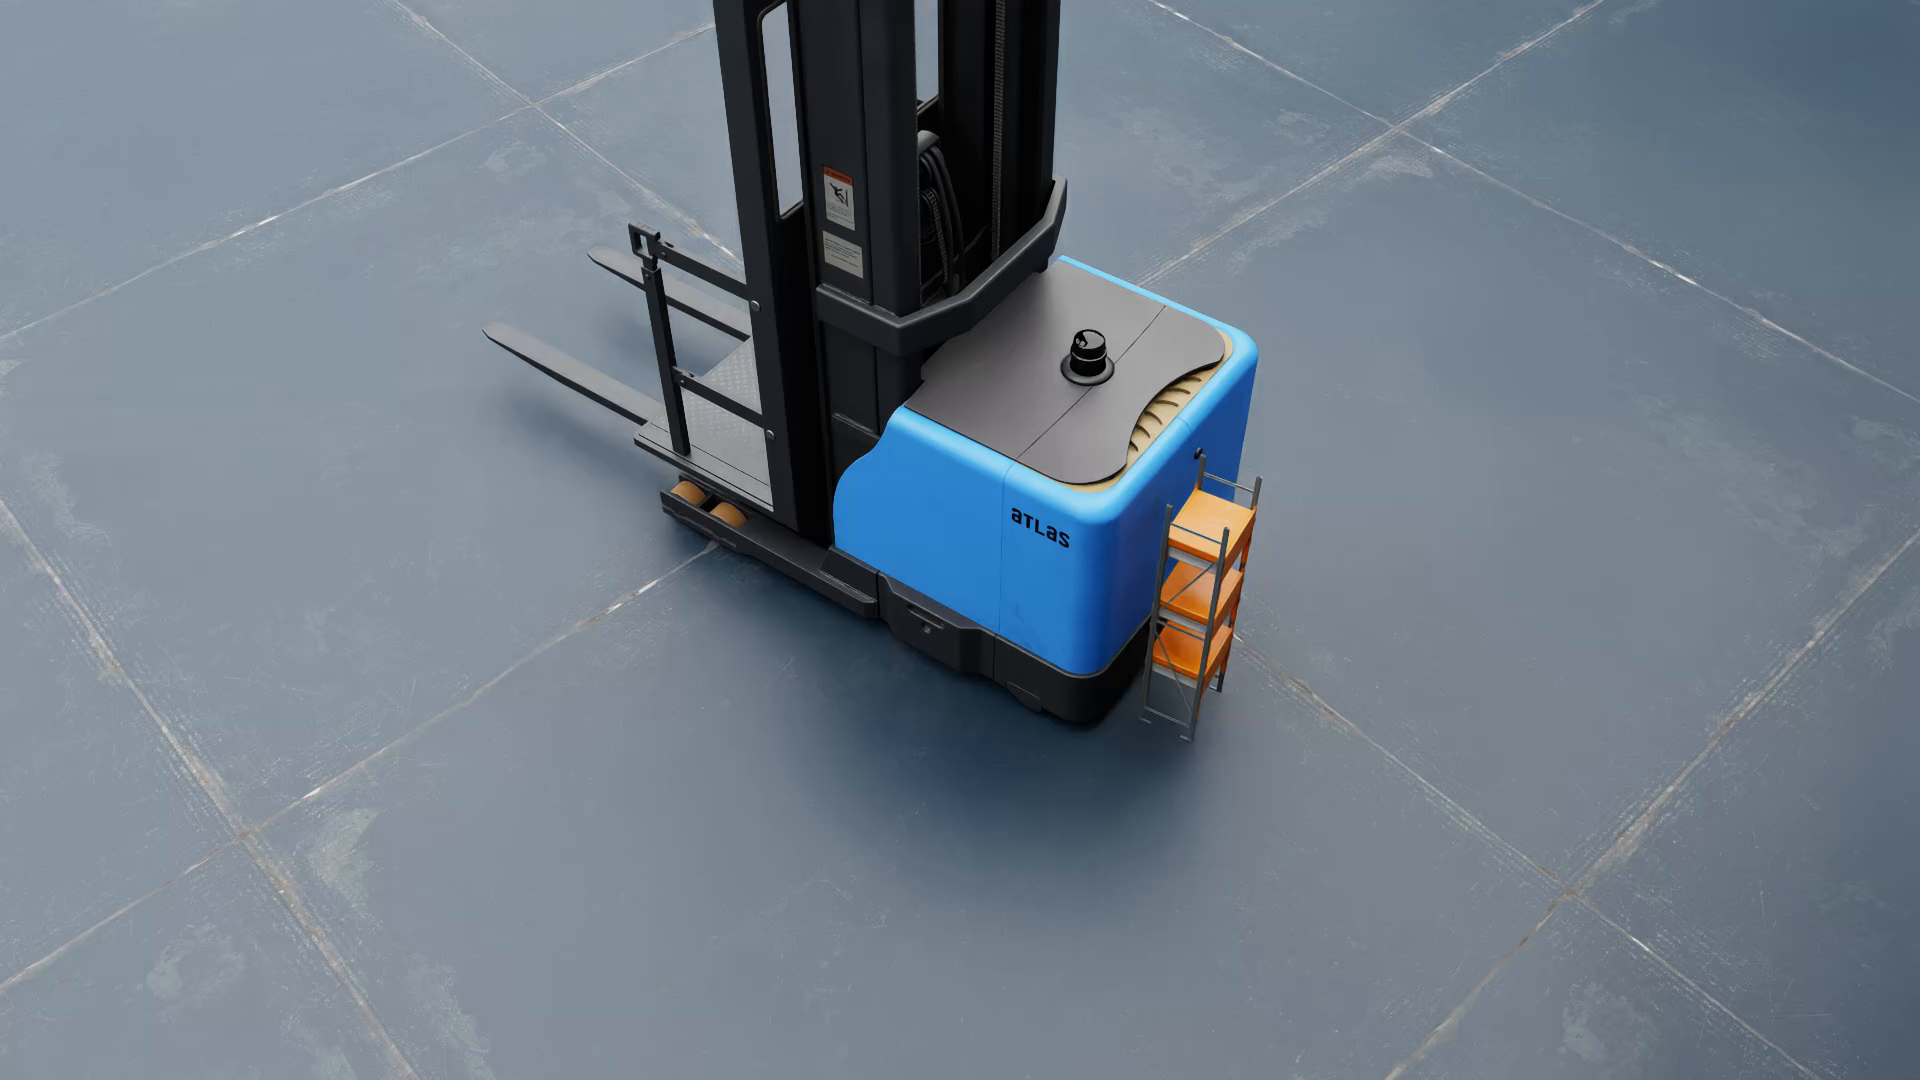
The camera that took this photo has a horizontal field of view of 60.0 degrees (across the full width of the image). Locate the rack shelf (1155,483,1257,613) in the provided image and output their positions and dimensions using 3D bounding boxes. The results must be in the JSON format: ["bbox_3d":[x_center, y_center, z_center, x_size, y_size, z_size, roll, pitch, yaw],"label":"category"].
[{"bbox_3d":[0.760,0.025,5.140,0.215,0.259,0.240,23,51,20],"label":"rack shelf"}]

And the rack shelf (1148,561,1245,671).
[{"bbox_3d":[0.759,0.218,5.348,0.215,0.259,0.240,23,51,20],"label":"rack shelf"}]

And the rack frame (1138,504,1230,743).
[{"bbox_3d":[0.699,0.289,5.268,0.200,1.050,0.008,23,51,20],"label":"rack frame"}]

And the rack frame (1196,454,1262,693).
[{"bbox_3d":[0.820,0.133,5.413,0.200,1.050,0.008,23,51,20],"label":"rack frame"}]

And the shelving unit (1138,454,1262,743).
[{"bbox_3d":[0.759,0.211,5.340,0.215,1.050,0.252,23,51,20],"label":"shelving unit"}]

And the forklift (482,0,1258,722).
[{"bbox_3d":[-0.510,-1.258,5.417,3.031,2.935,1.130,27,53,23],"label":"forklift"}]

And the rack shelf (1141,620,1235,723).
[{"bbox_3d":[0.759,0.407,5.552,0.215,0.259,0.240,23,51,20],"label":"rack shelf"}]
